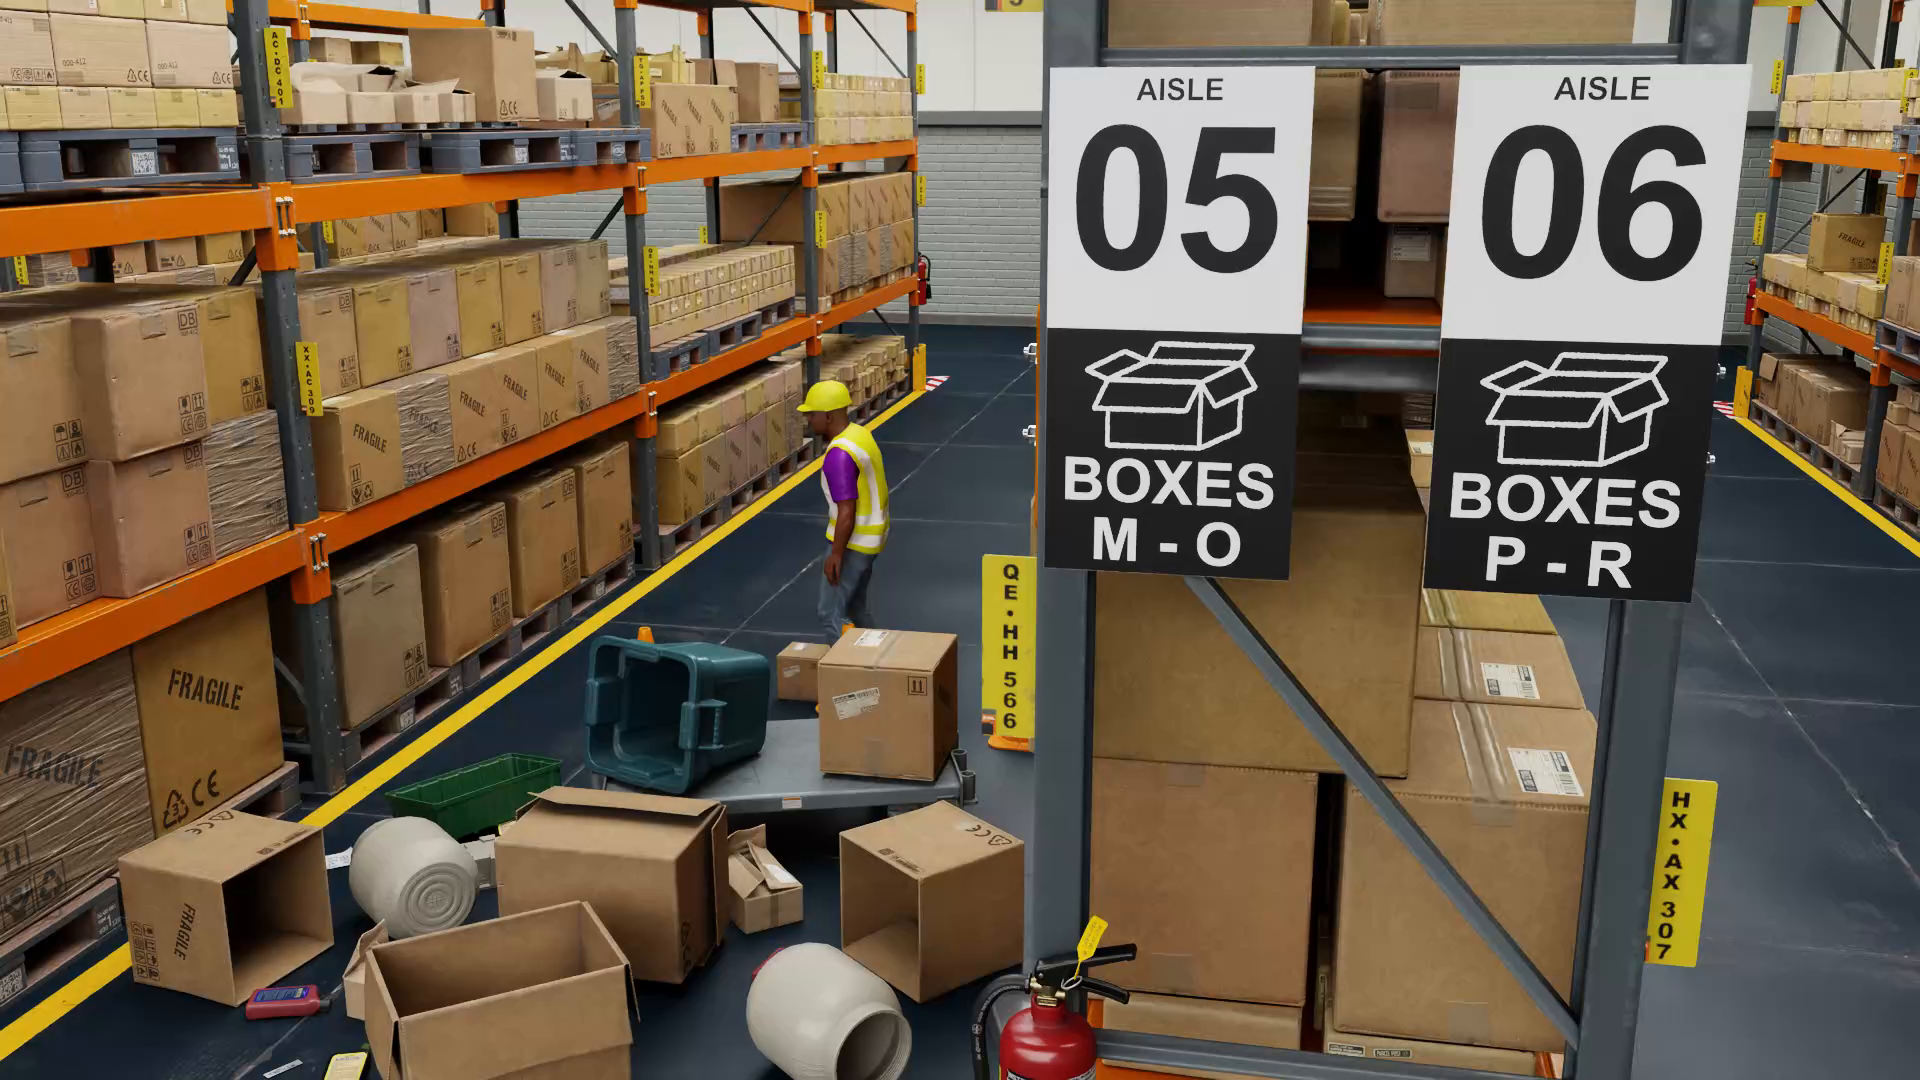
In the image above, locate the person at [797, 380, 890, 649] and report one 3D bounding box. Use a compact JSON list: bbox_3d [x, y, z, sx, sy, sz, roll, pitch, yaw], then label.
[{"bbox_3d":[-0.620,0.034,8.950,0.471,1.805,0.632,2,15,8],"label":"person"}]
